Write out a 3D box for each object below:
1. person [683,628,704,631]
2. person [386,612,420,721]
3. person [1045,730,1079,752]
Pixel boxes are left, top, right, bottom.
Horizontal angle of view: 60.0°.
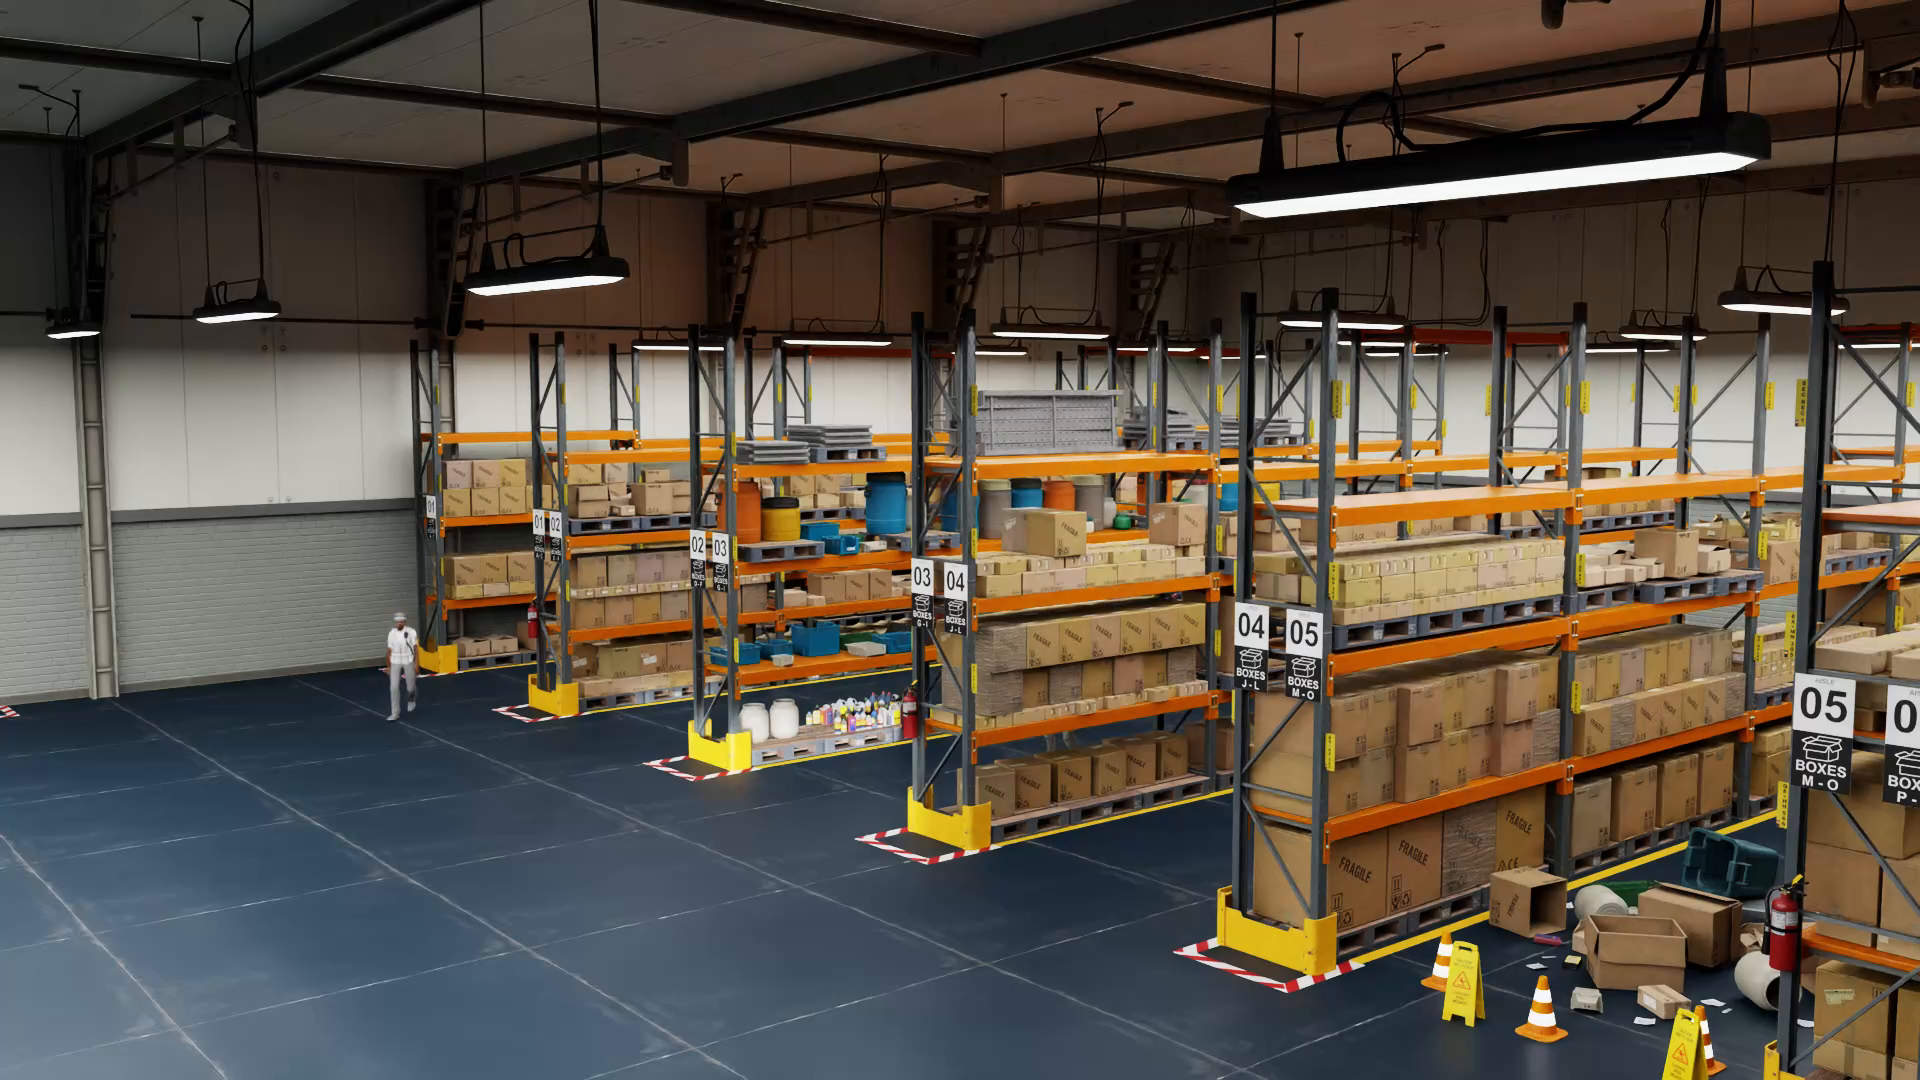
[{"bbox_3d":[-4.783,1.526,29.966,0.620,1.794,0.798,4,7,38],"label":"person"},{"bbox_3d":[-8.682,1.938,25.900,0.512,1.643,0.749,0,5,-5],"label":"person"},{"bbox_3d":[1.351,2.247,22.172,0.595,1.812,0.592,-2,6,-25],"label":"person"}]
